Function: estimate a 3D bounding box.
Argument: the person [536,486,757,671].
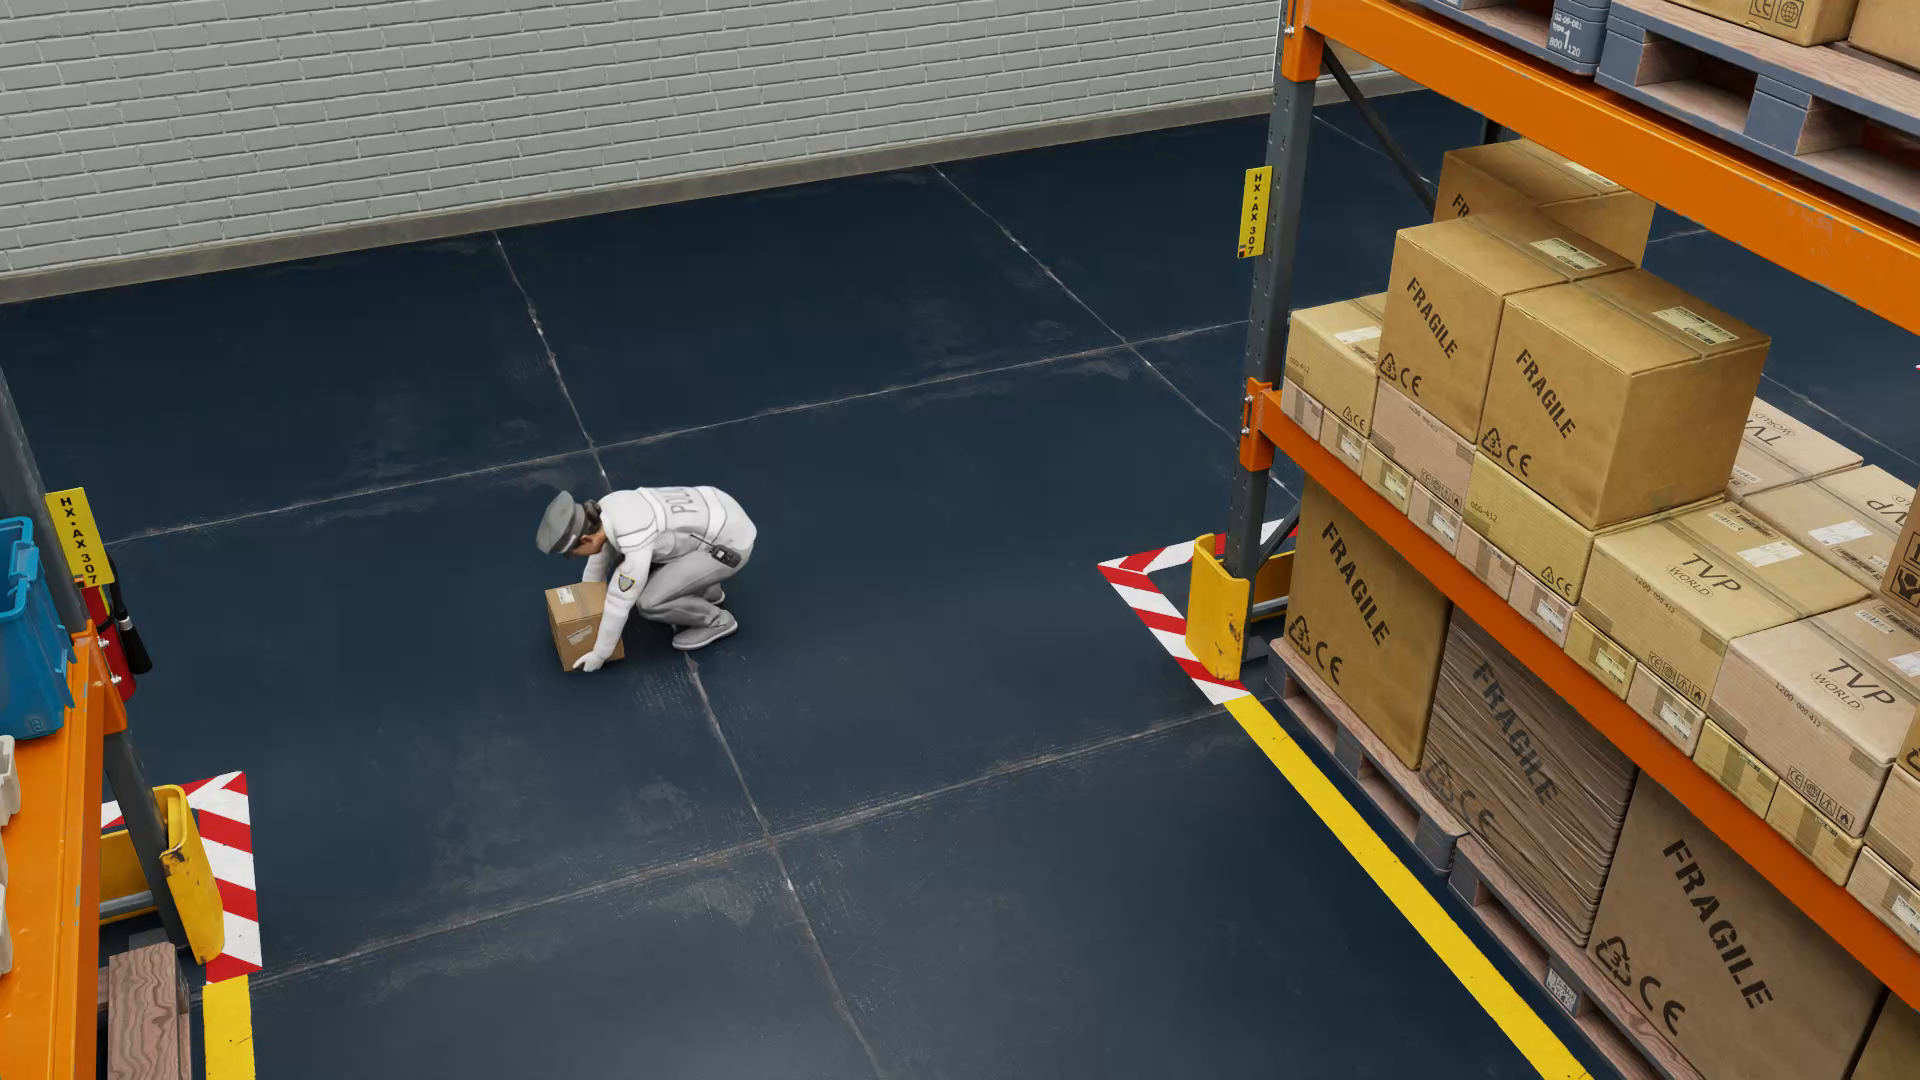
[{"bbox_3d":[-1.276,0.099,6.853,0.891,0.841,0.469,-14,36,-19],"label":"person"}]
